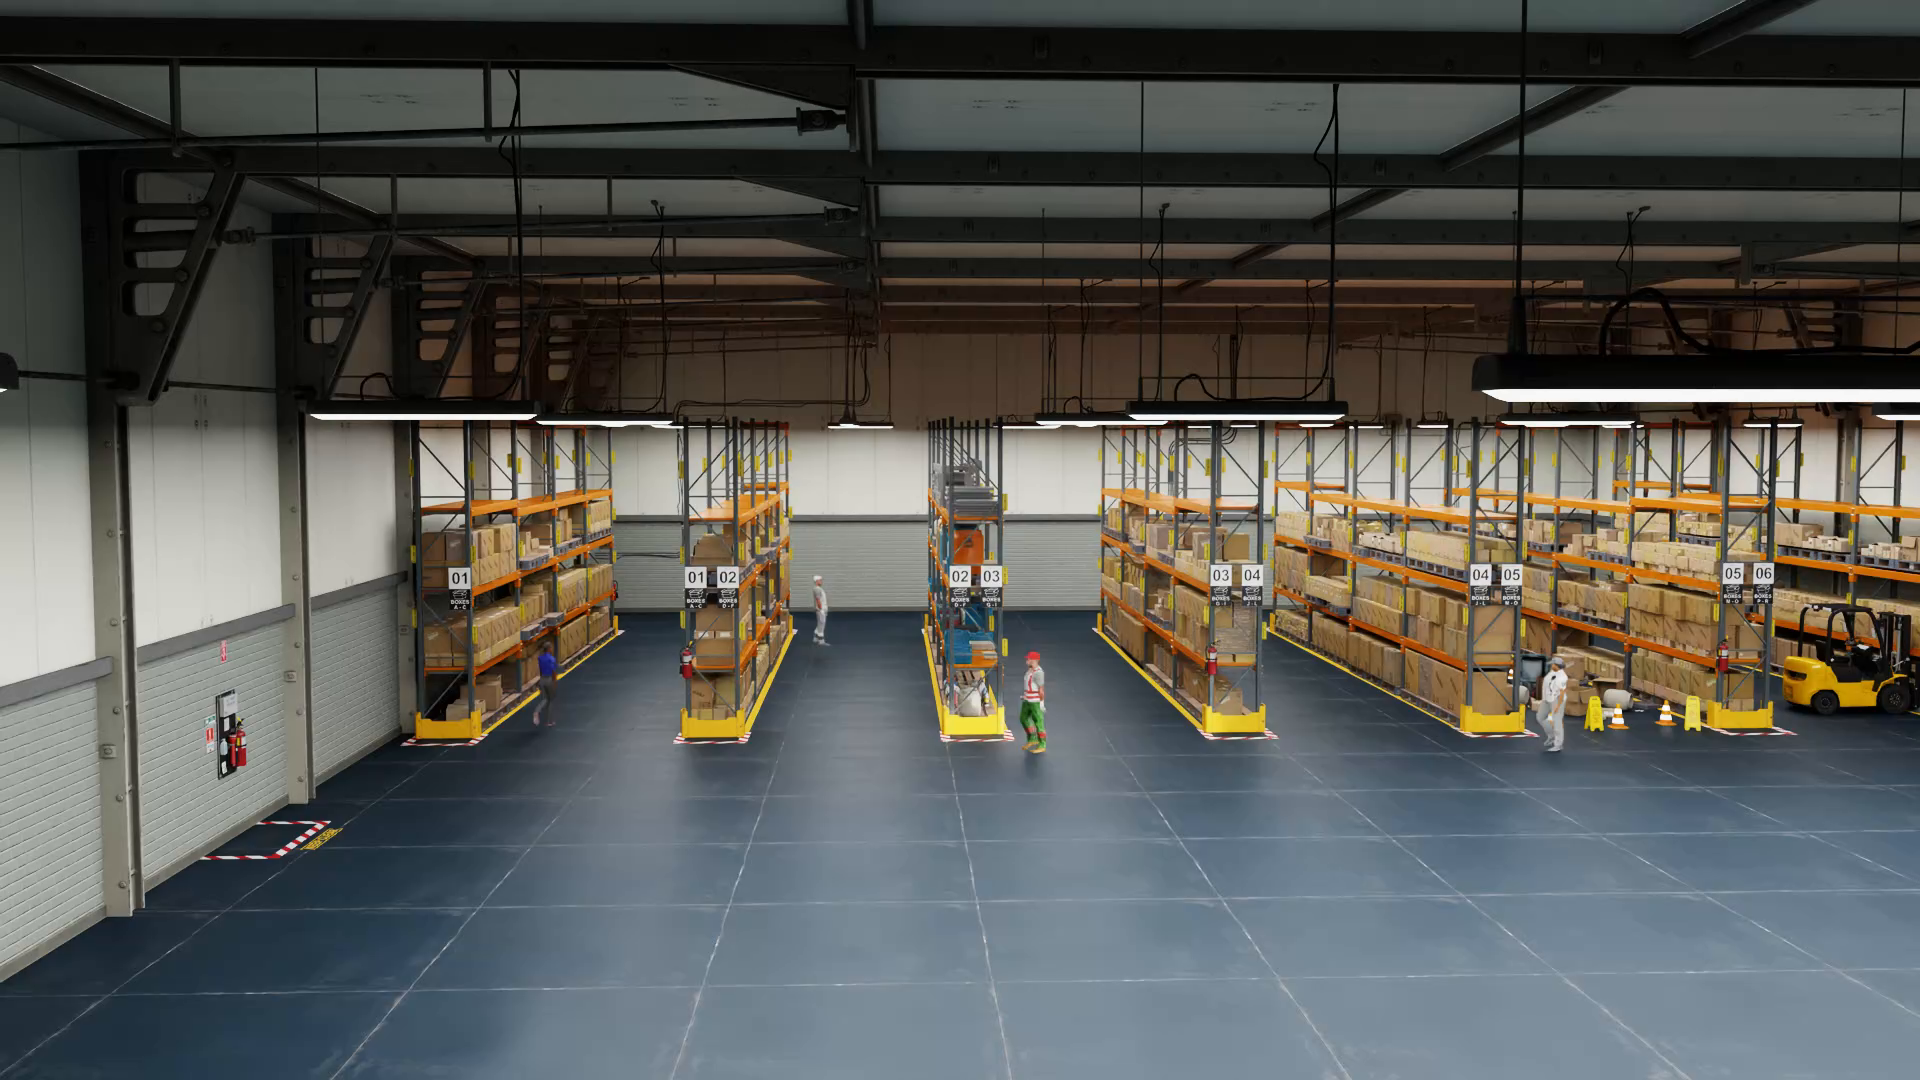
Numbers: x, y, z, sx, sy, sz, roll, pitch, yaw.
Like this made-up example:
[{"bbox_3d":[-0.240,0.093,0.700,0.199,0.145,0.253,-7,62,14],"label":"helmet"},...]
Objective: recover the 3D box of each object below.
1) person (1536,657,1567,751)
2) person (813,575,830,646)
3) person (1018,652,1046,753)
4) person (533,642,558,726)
[{"bbox_3d":[10.694,2.936,29.972,0.441,1.679,0.582,-1,4,-20],"label":"person"},{"bbox_3d":[-3.499,1.796,42.073,0.465,1.799,0.580,-1,4,-19],"label":"person"},{"bbox_3d":[1.290,2.874,29.679,0.368,1.786,0.668,-2,4,-23],"label":"person"},{"bbox_3d":[-7.986,2.792,32.129,0.448,1.649,0.555,2,4,28],"label":"person"}]
